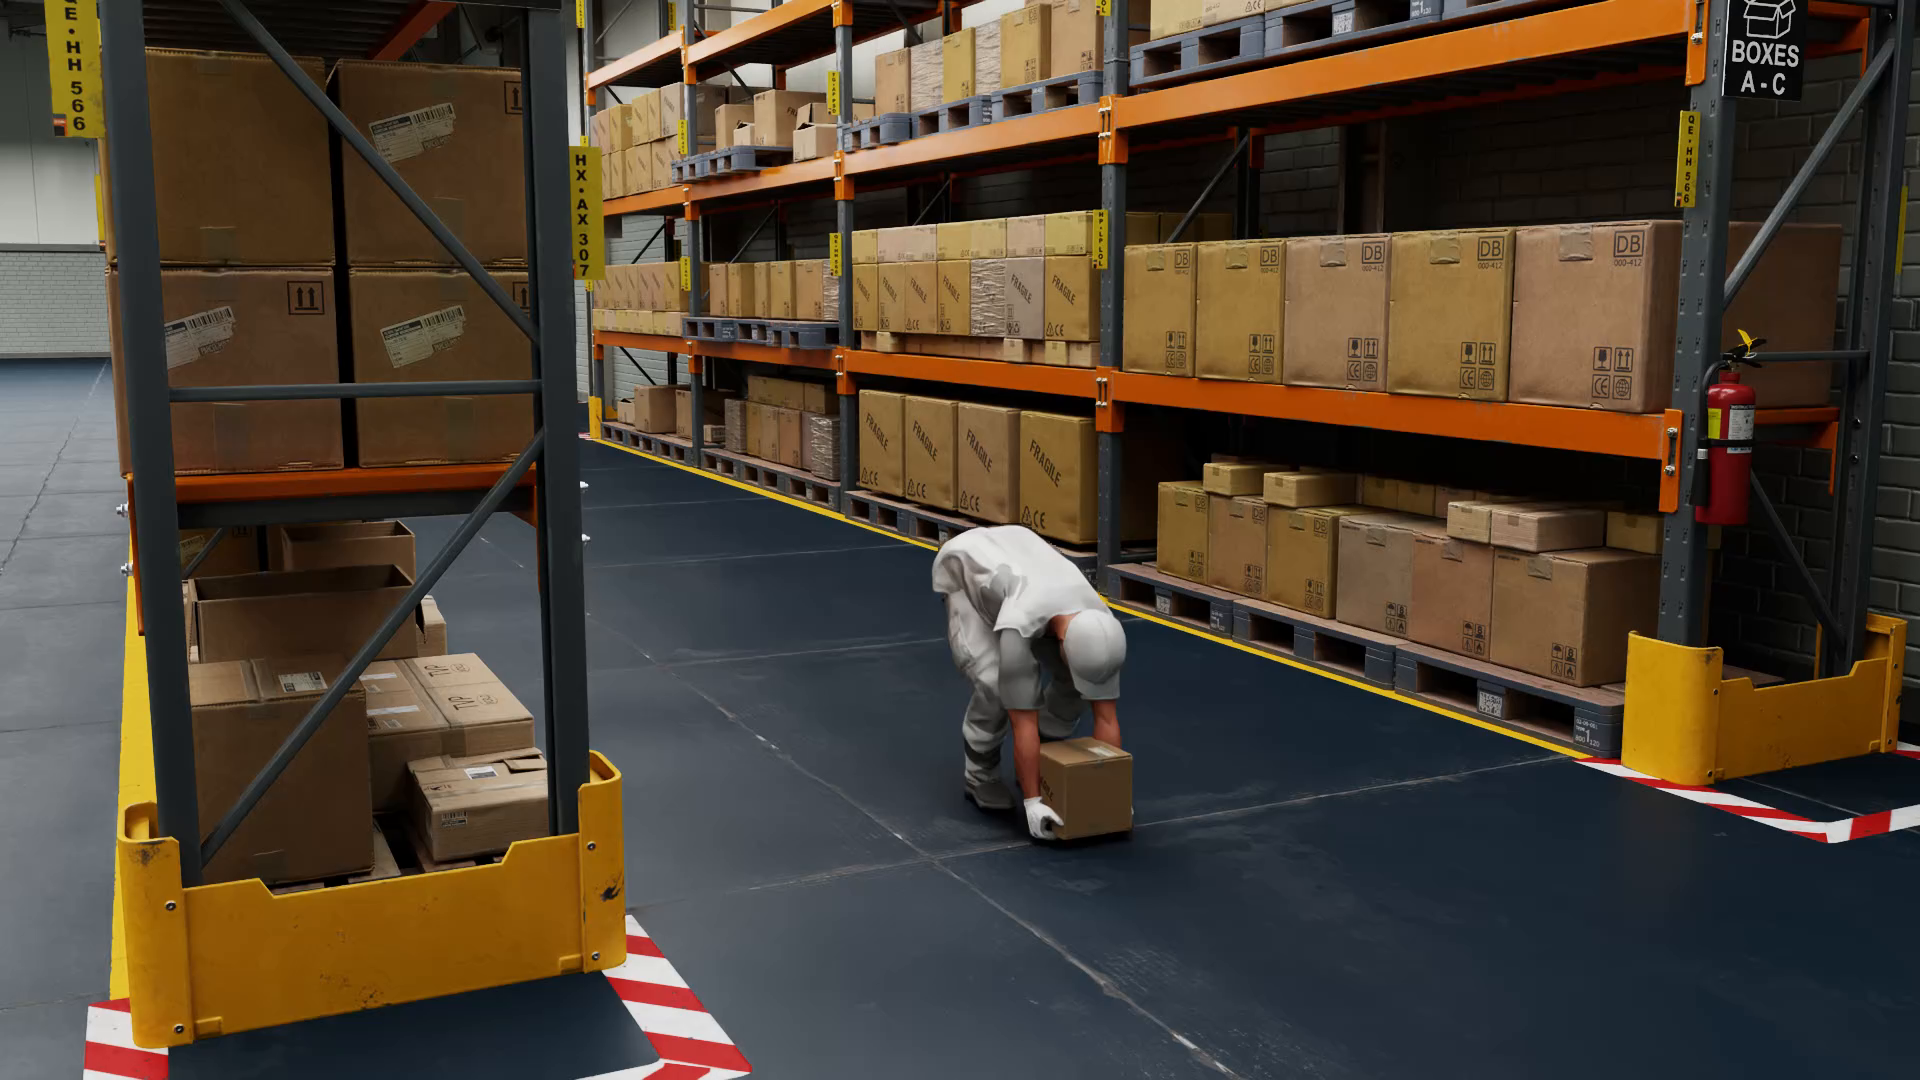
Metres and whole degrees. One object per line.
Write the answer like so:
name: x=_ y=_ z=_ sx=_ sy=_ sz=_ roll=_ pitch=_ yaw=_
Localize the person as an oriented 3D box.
person: x=0.264 y=0.449 z=5.603 sx=0.529 sy=0.941 sz=0.949 roll=-5 pitch=10 yaw=-29
